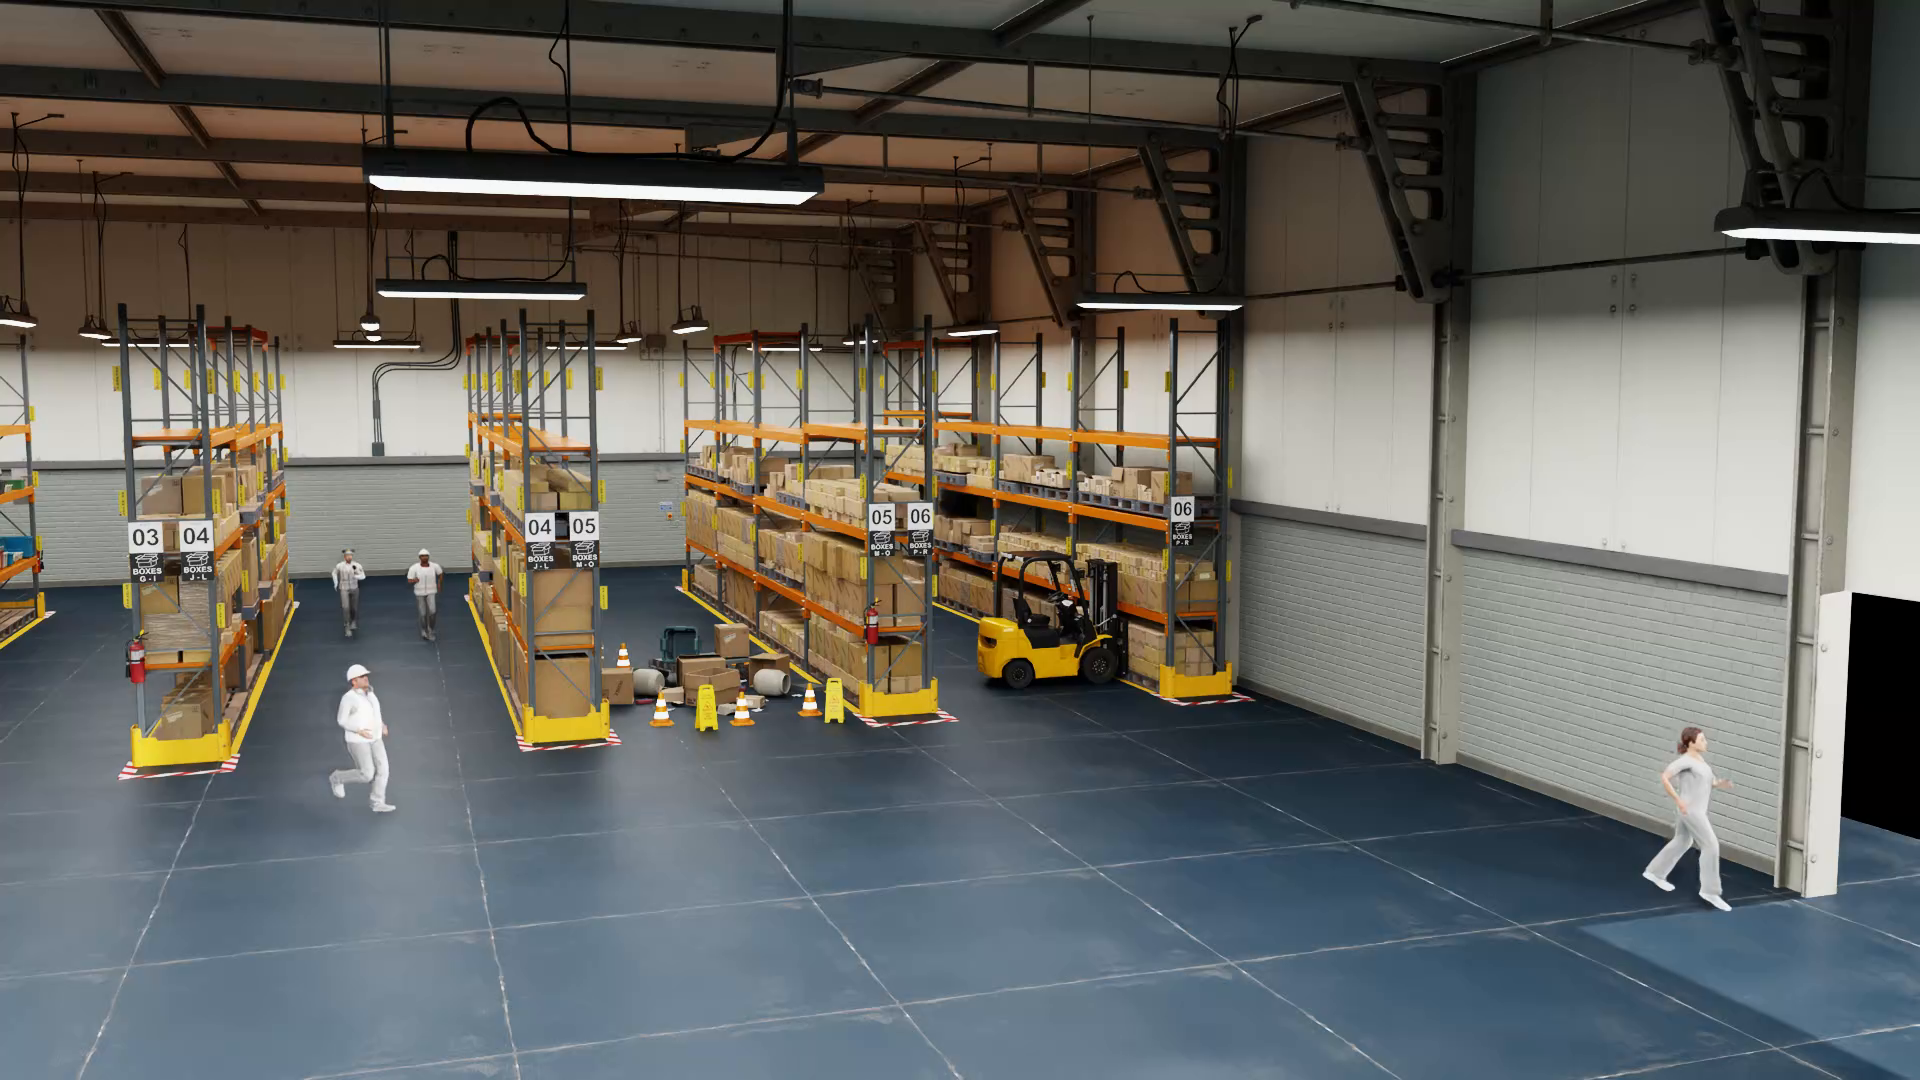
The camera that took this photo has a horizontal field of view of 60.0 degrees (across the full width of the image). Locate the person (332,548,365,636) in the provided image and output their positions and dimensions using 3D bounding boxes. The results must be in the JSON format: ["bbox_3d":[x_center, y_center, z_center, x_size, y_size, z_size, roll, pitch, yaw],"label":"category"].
[{"bbox_3d":[-12.128,1.006,33.031,0.601,1.706,0.892,-2,6,-24],"label":"person"}]

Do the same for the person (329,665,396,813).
[{"bbox_3d":[-6.951,2.317,19.400,0.814,1.740,0.676,2,6,18],"label":"person"}]

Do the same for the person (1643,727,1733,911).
[{"bbox_3d":[7.018,2.644,15.993,0.830,1.715,0.541,4,7,34],"label":"person"}]

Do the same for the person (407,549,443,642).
[{"bbox_3d":[-10.337,1.077,32.191,0.673,1.812,0.706,-2,6,-18],"label":"person"}]
